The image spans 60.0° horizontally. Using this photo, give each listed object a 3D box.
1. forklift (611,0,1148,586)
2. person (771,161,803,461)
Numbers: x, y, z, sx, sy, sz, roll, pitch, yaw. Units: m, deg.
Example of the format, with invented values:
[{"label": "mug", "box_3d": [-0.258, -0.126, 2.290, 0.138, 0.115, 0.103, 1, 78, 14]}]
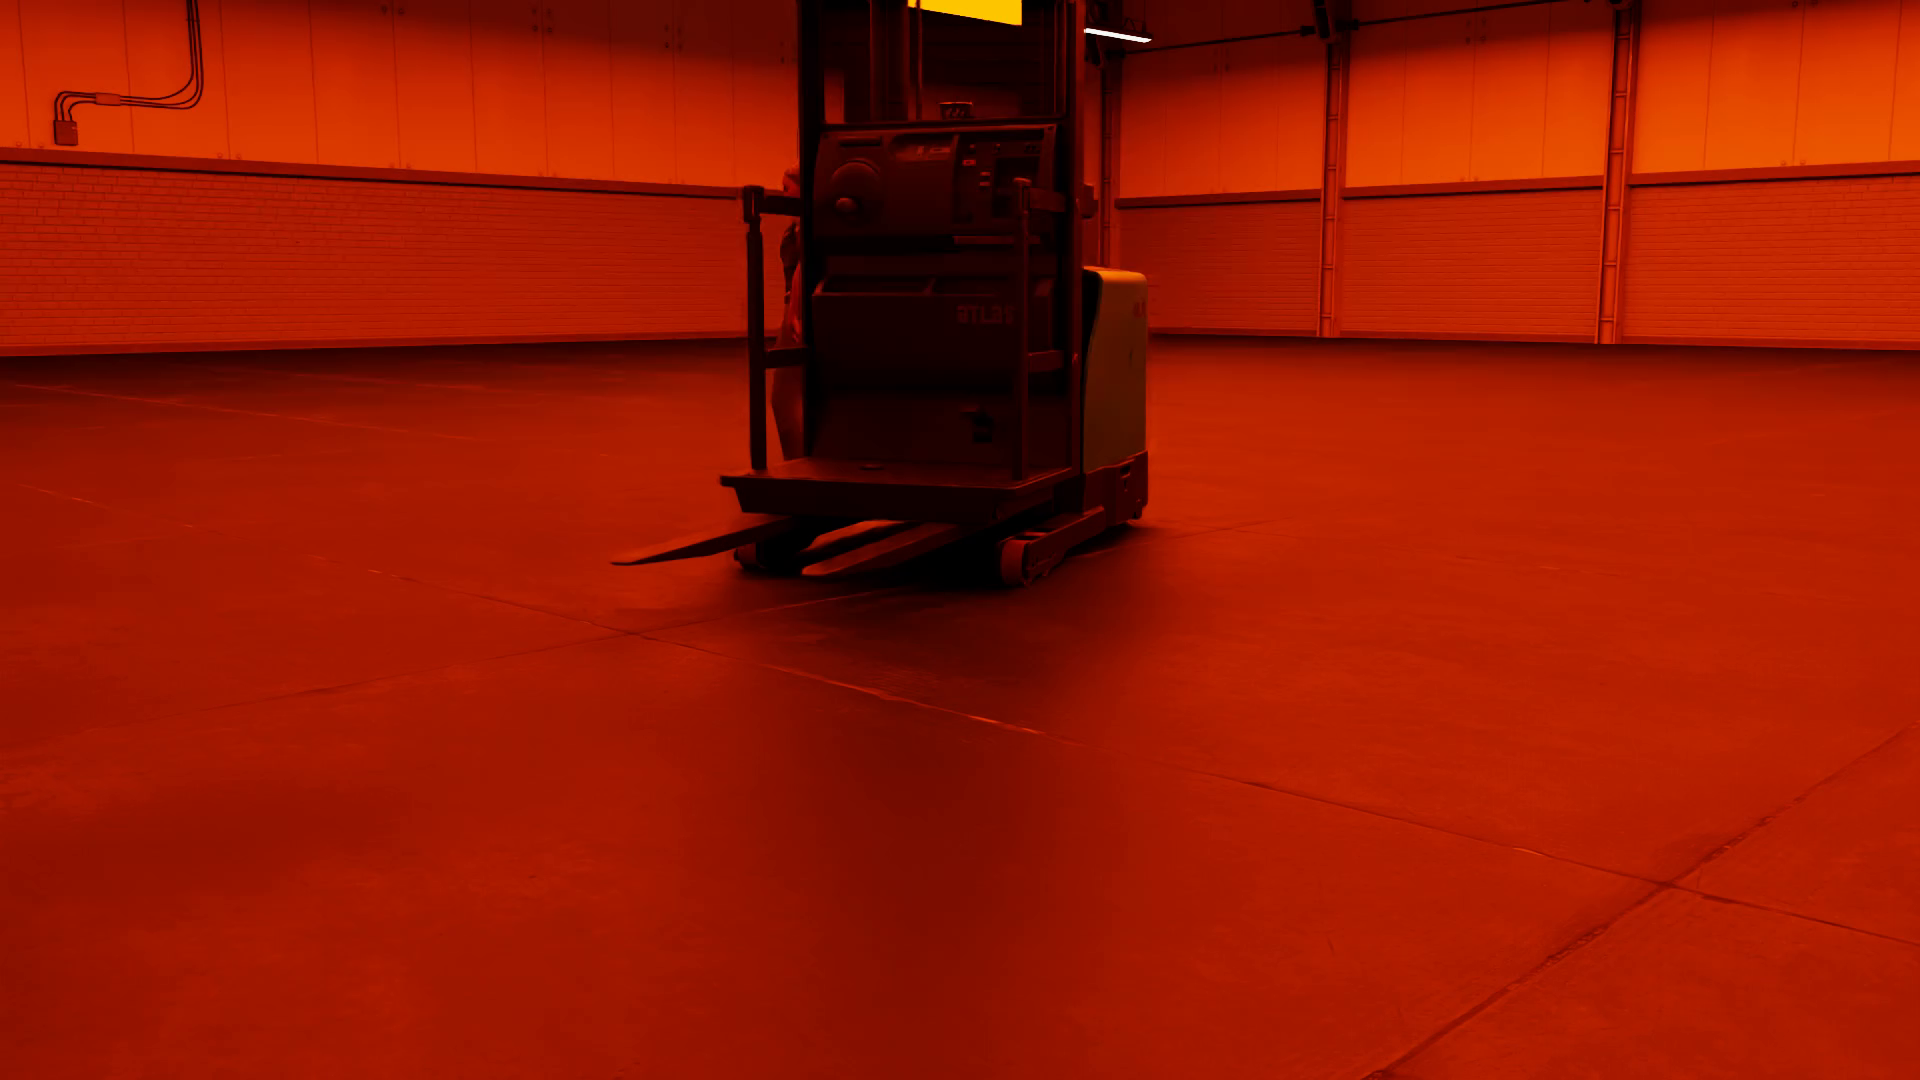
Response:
[{"label": "forklift", "box_3d": [-0.170, -1.358, 5.895, 1.130, 2.935, 3.031, 3, 9, 20]}, {"label": "person", "box_3d": [-0.742, -1.045, 8.215, 0.304, 1.637, 0.757, 3, 9, 18]}]
